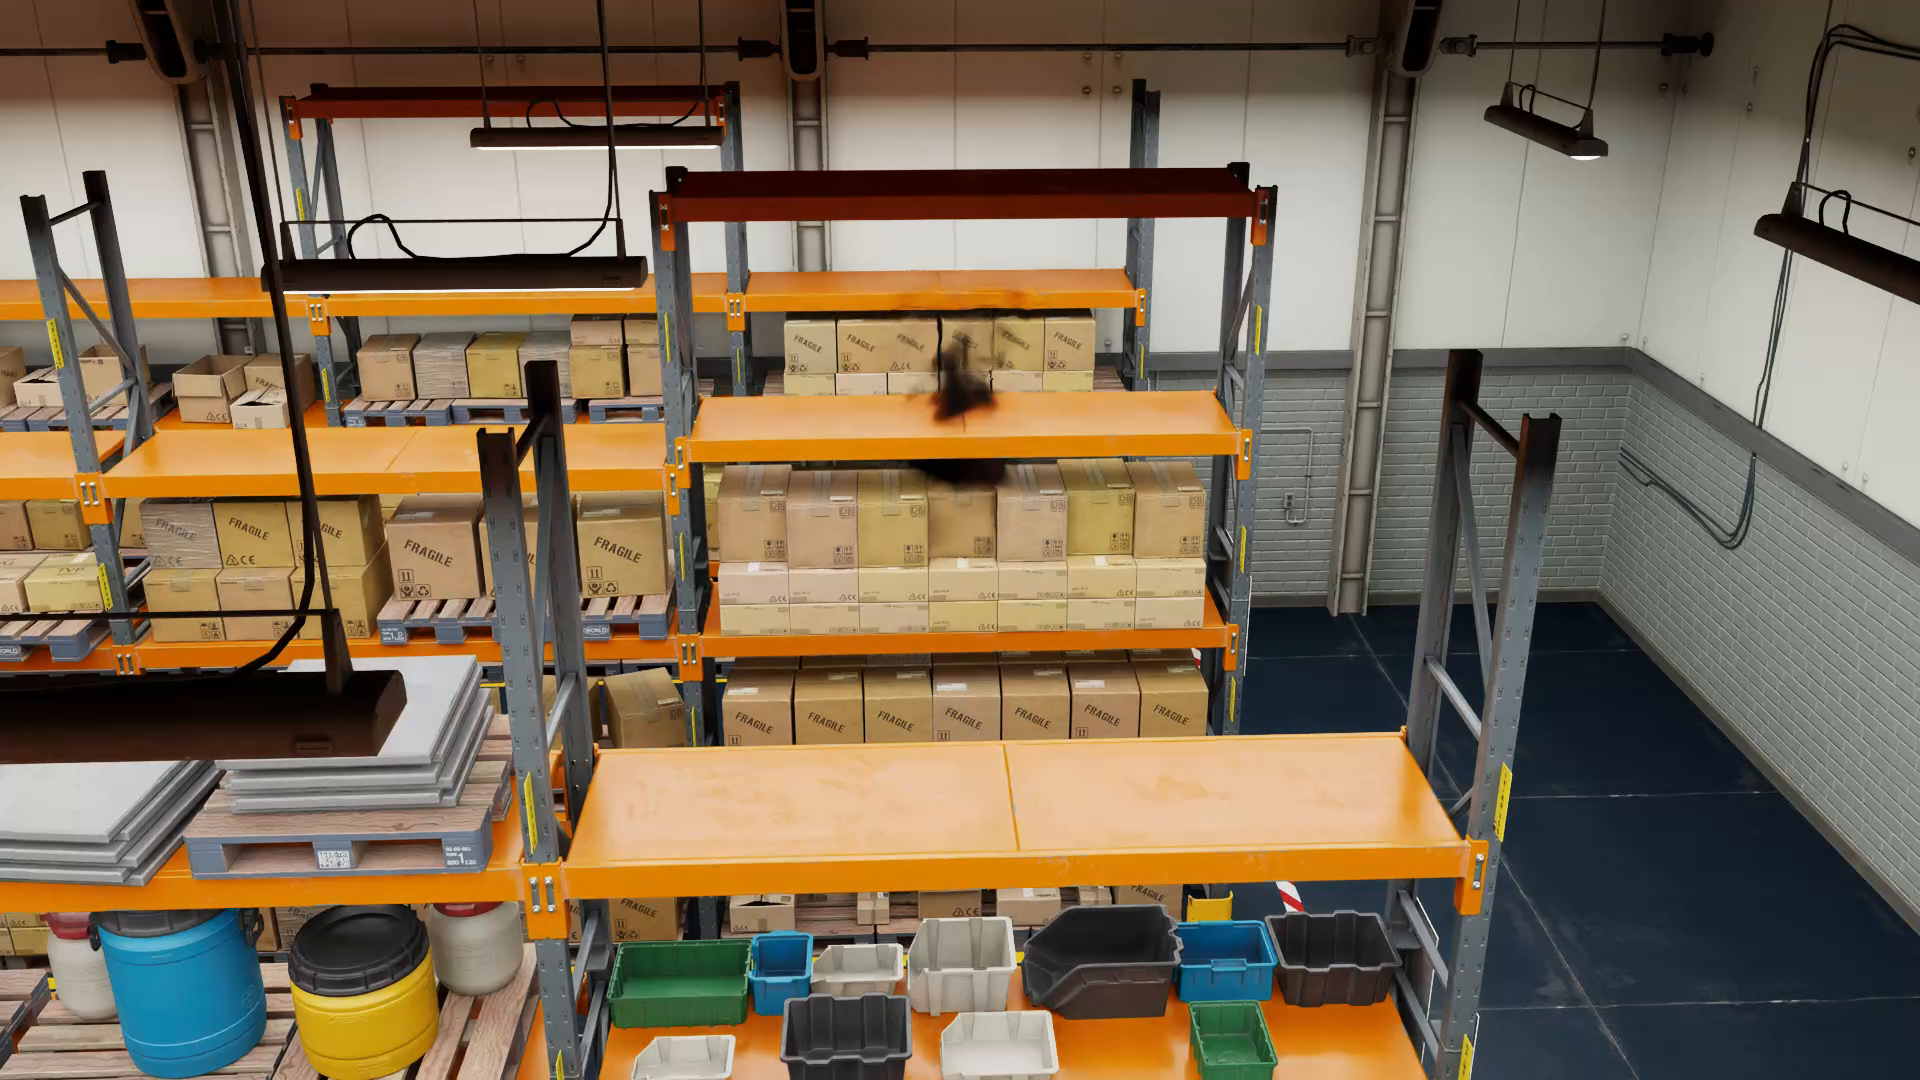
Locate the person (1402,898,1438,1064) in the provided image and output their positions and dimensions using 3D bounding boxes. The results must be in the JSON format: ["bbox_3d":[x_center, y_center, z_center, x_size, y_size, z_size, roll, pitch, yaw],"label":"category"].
[{"bbox_3d":[0.906,4.977,4.712,2.938,3.211,9.111,0,22,-1],"label":"person"}]
